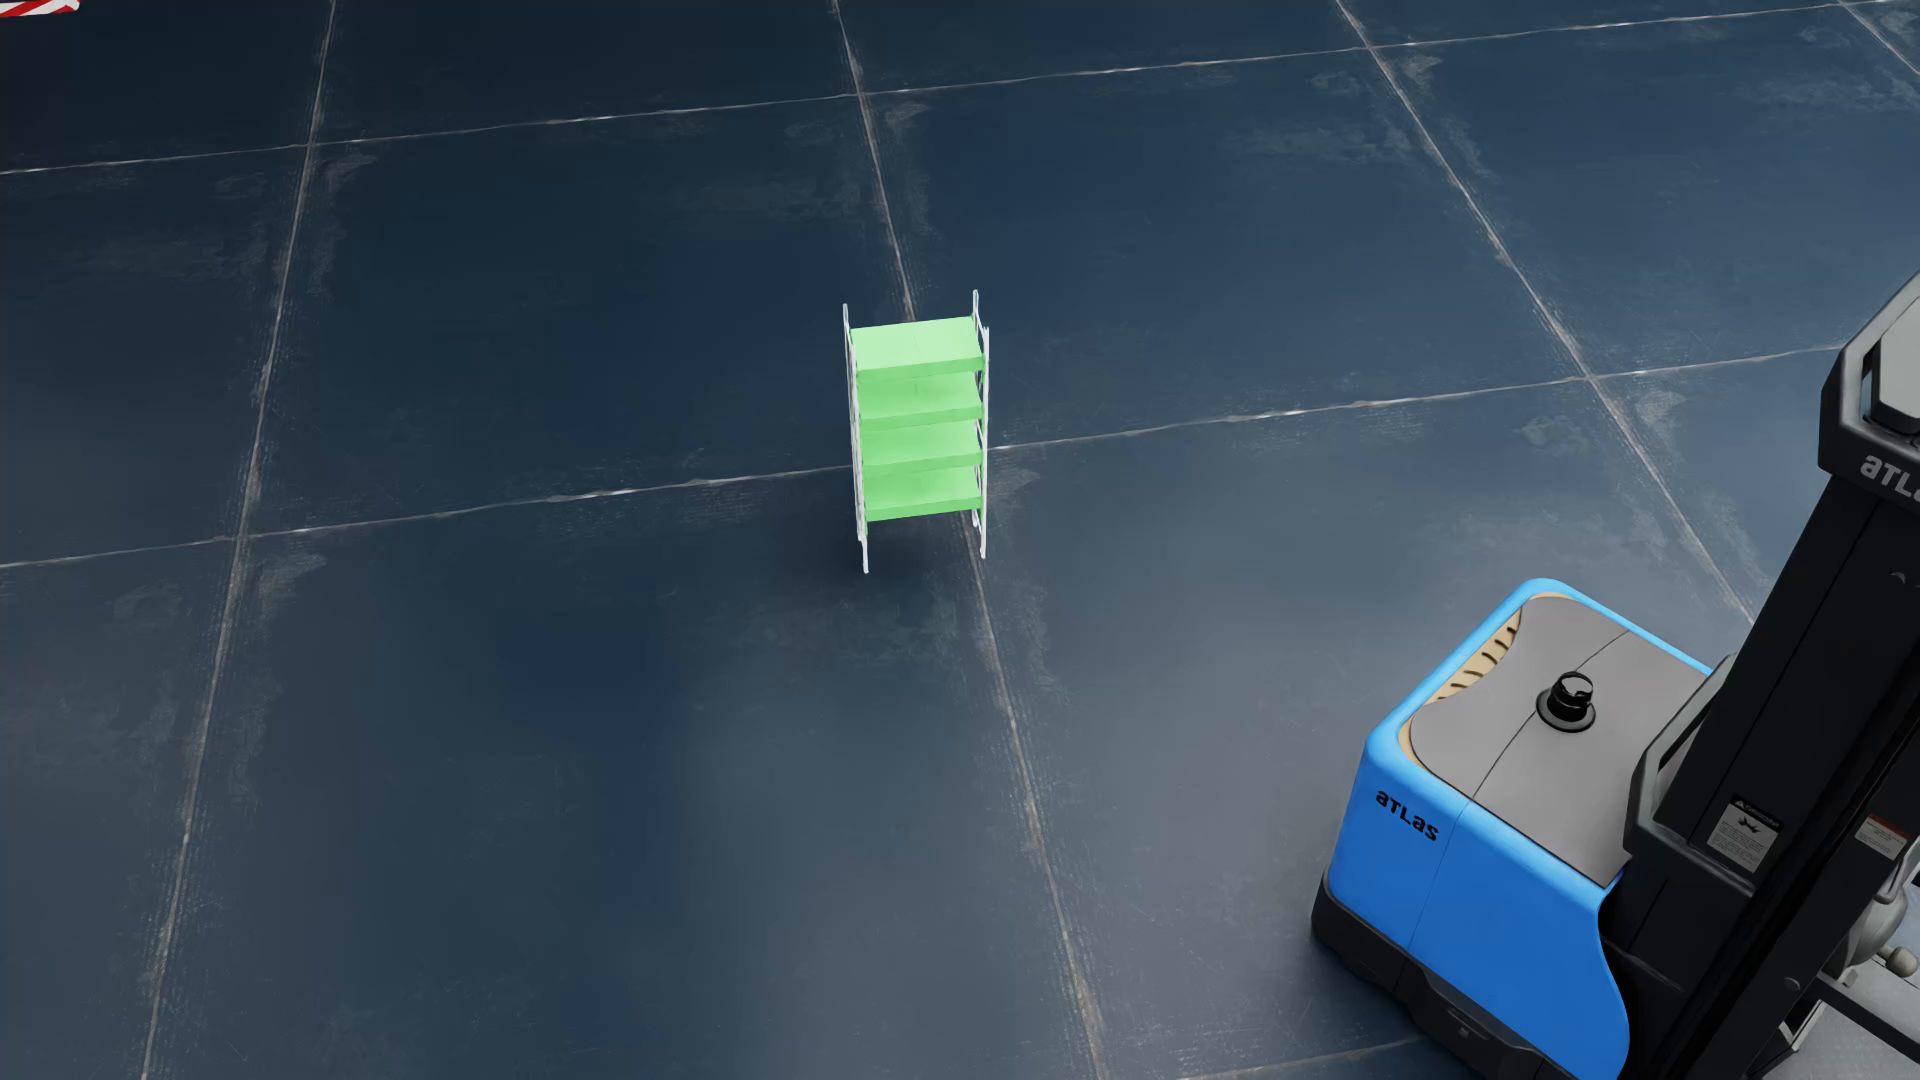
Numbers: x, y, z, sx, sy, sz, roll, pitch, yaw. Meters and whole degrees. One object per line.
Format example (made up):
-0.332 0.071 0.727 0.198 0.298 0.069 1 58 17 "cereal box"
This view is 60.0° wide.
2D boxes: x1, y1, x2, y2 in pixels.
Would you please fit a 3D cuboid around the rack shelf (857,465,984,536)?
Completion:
-0.163 -0.185 6.710 0.480 0.148 0.258 -7 46 -7 "rack shelf"

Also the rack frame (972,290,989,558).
0.077 -0.426 6.520 0.015 1.200 0.240 -7 46 -7 "rack frame"

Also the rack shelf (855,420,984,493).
-0.163 -0.352 6.538 0.480 0.148 0.258 -7 46 -7 "rack shelf"

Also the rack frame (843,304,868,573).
-0.404 -0.366 6.463 0.015 1.200 0.240 -7 46 -7 "rack frame"

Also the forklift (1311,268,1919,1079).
2.588 0.817 4.121 3.031 2.935 1.130 35 56 29 "forklift"

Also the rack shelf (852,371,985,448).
-0.163 -0.518 6.365 0.480 0.148 0.258 -7 46 -7 "rack shelf"

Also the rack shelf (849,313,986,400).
-0.163 -0.685 6.192 0.480 0.148 0.258 -7 46 -7 "rack shelf"

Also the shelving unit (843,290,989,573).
-0.163 -0.396 6.491 0.503 1.200 0.258 -7 46 -7 "shelving unit"
